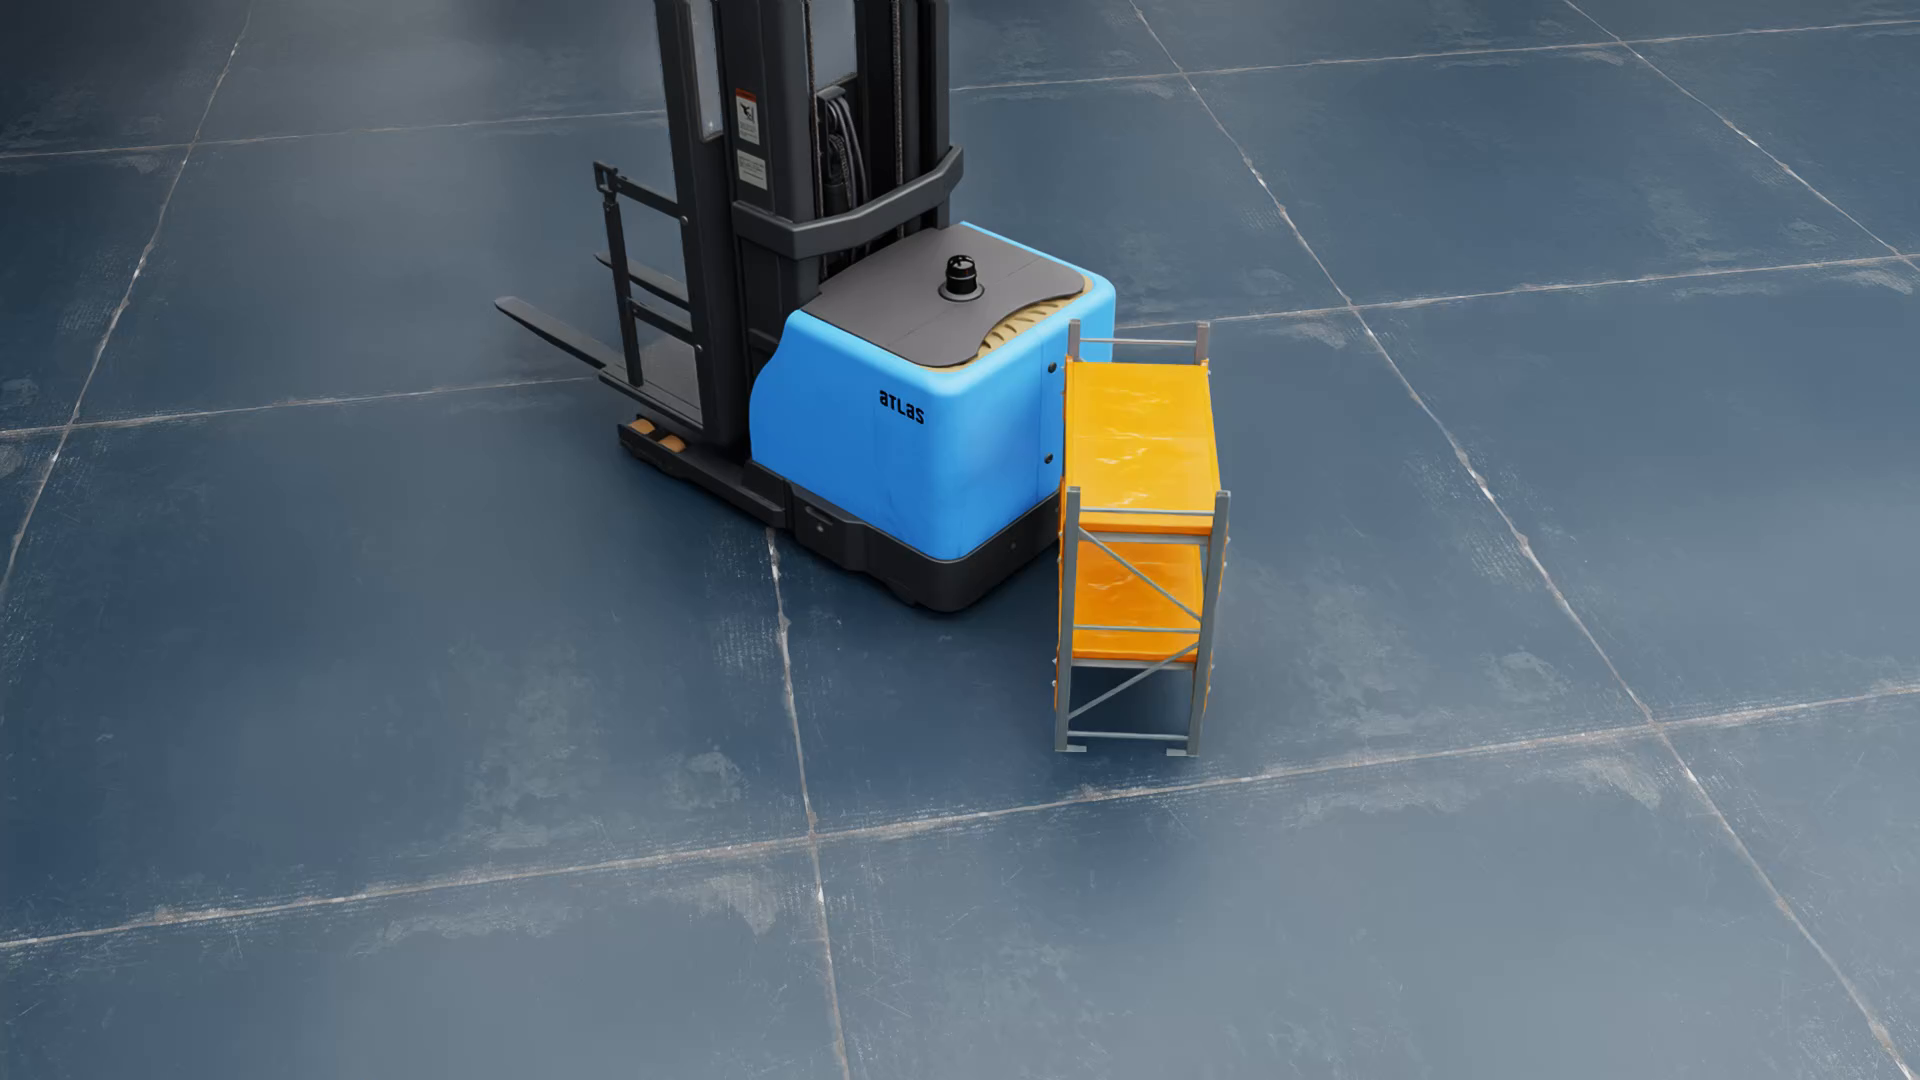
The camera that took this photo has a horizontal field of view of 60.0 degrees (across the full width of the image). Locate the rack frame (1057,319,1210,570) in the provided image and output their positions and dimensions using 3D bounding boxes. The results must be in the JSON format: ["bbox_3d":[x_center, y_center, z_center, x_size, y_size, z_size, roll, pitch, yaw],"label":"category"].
[{"bbox_3d":[0.637,-0.328,6.255,0.500,1.125,0.032,2,38,3],"label":"rack frame"}]

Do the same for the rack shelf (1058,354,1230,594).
[{"bbox_3d":[0.608,-0.248,5.675,0.538,0.278,1.000,2,38,3],"label":"rack shelf"}]

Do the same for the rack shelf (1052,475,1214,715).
[{"bbox_3d":[0.608,0.176,6.005,0.538,0.278,1.000,2,38,3],"label":"rack shelf"}]

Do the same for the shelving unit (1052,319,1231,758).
[{"bbox_3d":[0.608,-0.017,5.855,0.538,1.125,1.048,2,38,3],"label":"shelving unit"}]

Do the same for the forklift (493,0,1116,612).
[{"bbox_3d":[-0.839,-1.653,6.489,3.031,2.935,1.130,28,46,31],"label":"forklift"}]

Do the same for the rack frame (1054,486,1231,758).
[{"bbox_3d":[0.580,0.295,5.454,0.500,1.125,0.032,2,38,3],"label":"rack frame"}]
